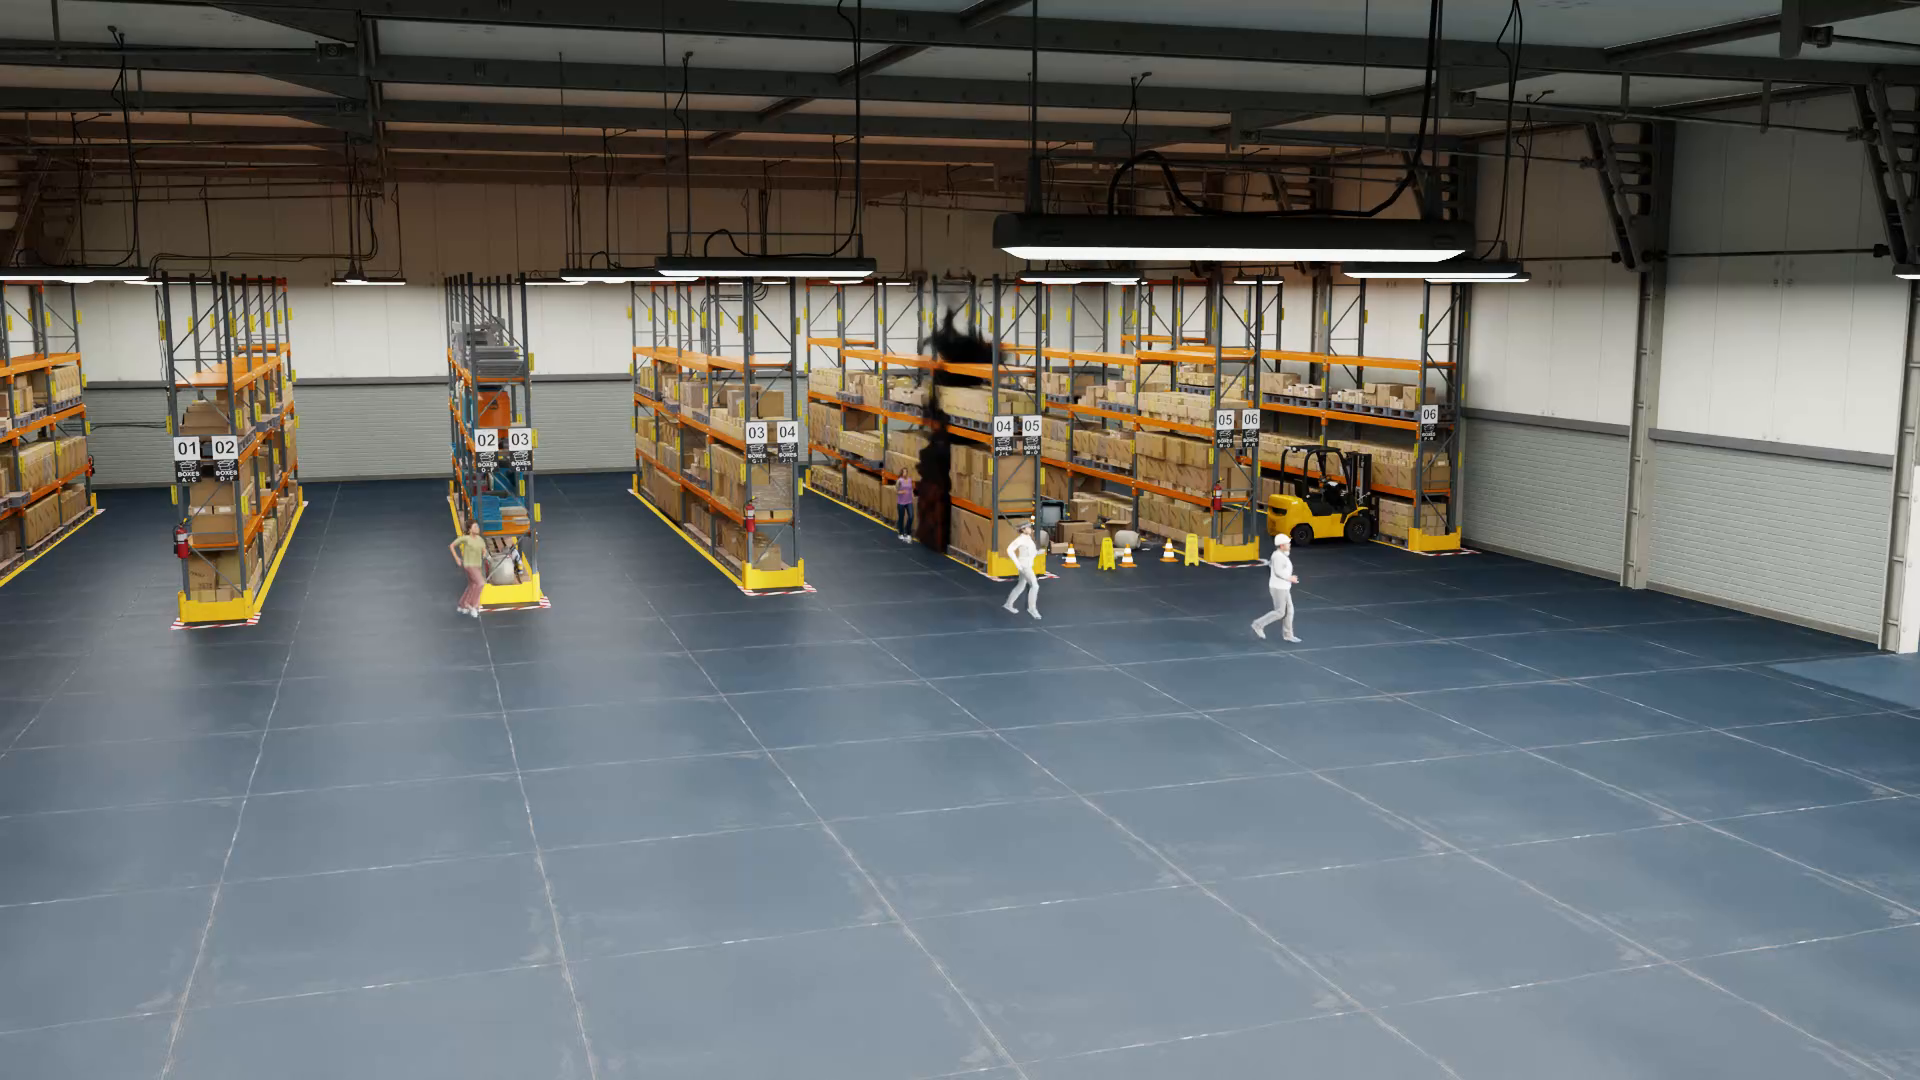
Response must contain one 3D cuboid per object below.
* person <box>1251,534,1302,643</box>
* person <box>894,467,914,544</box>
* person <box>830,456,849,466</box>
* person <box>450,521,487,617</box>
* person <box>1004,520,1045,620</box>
[{"bbox_3d":[5.182,0.783,27.093,0.816,1.783,0.683,2,9,13],"label":"person"},{"bbox_3d":[-1.169,-0.749,35.906,0.517,1.657,0.633,-4,9,-23],"label":"person"},{"bbox_3d":[-3.718,-2.694,49.992,0.898,1.769,0.739,6,10,33],"label":"person"},{"bbox_3d":[-8.598,0.518,29.362,0.639,1.648,0.590,3,9,21],"label":"person"},{"bbox_3d":[1.128,0.511,29.098,0.747,1.752,0.583,2,9,15],"label":"person"}]
